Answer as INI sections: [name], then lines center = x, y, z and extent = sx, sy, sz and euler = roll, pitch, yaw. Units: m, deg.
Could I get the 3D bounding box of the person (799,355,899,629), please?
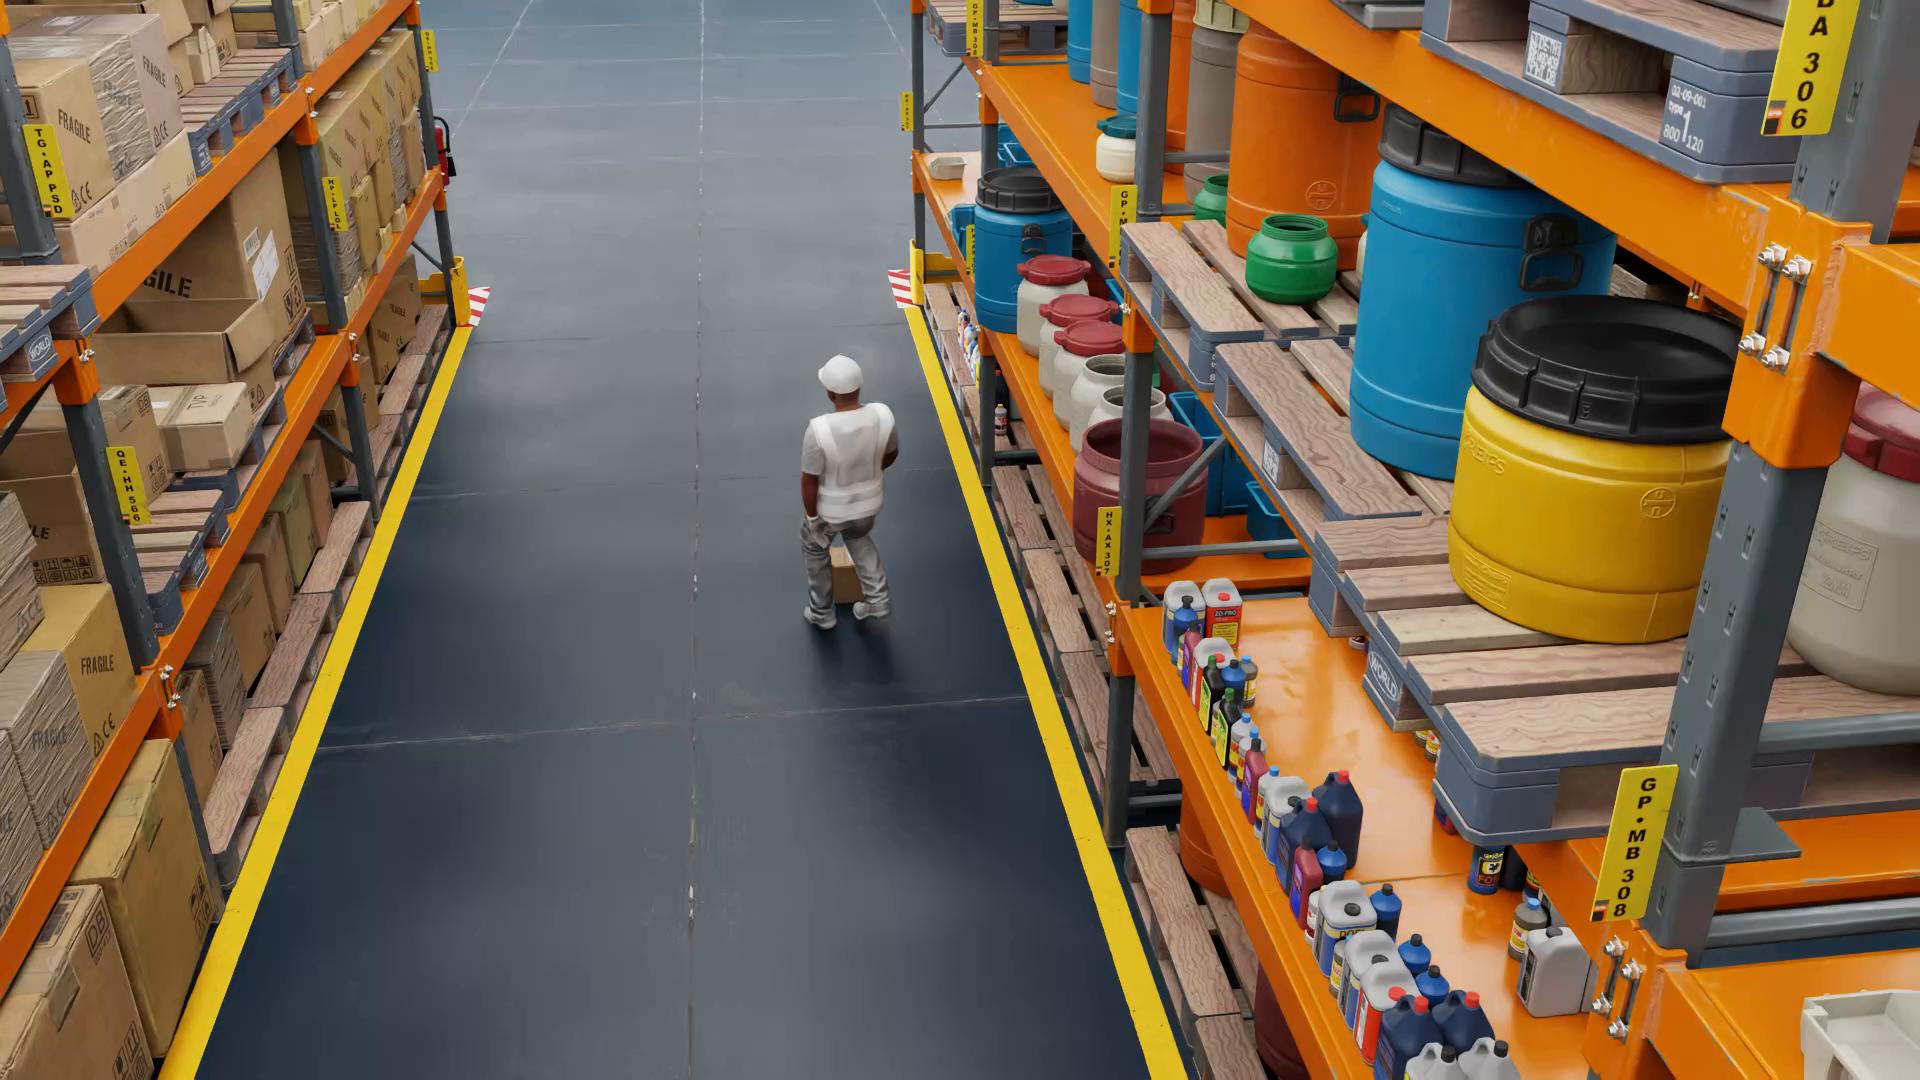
[person]
center = -0.667, -0.248, 9.155
extent = 0.608, 1.755, 0.657
euler = -14, 30, -26
